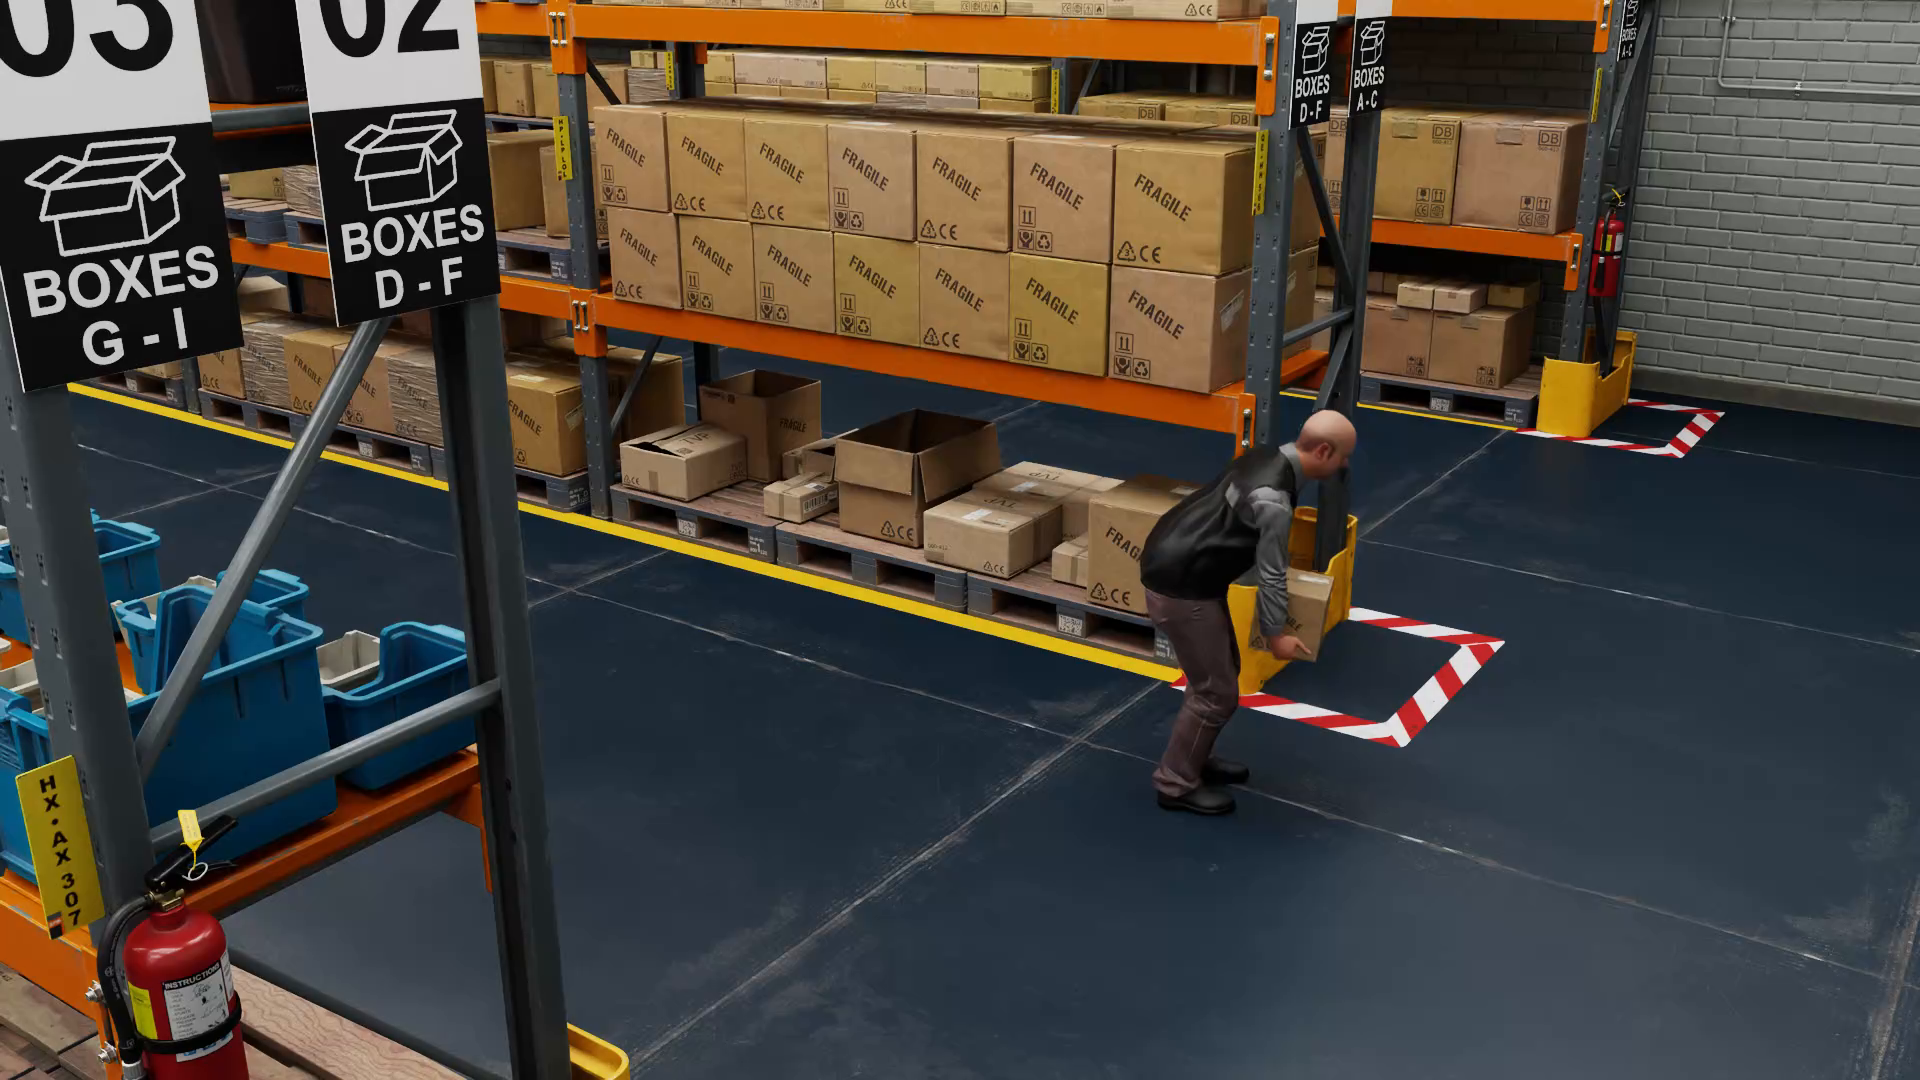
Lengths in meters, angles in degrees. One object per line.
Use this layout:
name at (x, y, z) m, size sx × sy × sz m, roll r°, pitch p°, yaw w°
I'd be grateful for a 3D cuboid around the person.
person at (1.042, 0.253, 6.192) m, size 0.751 × 1.529 × 0.476 m, roll 2°, pitch 20°, yaw 6°
